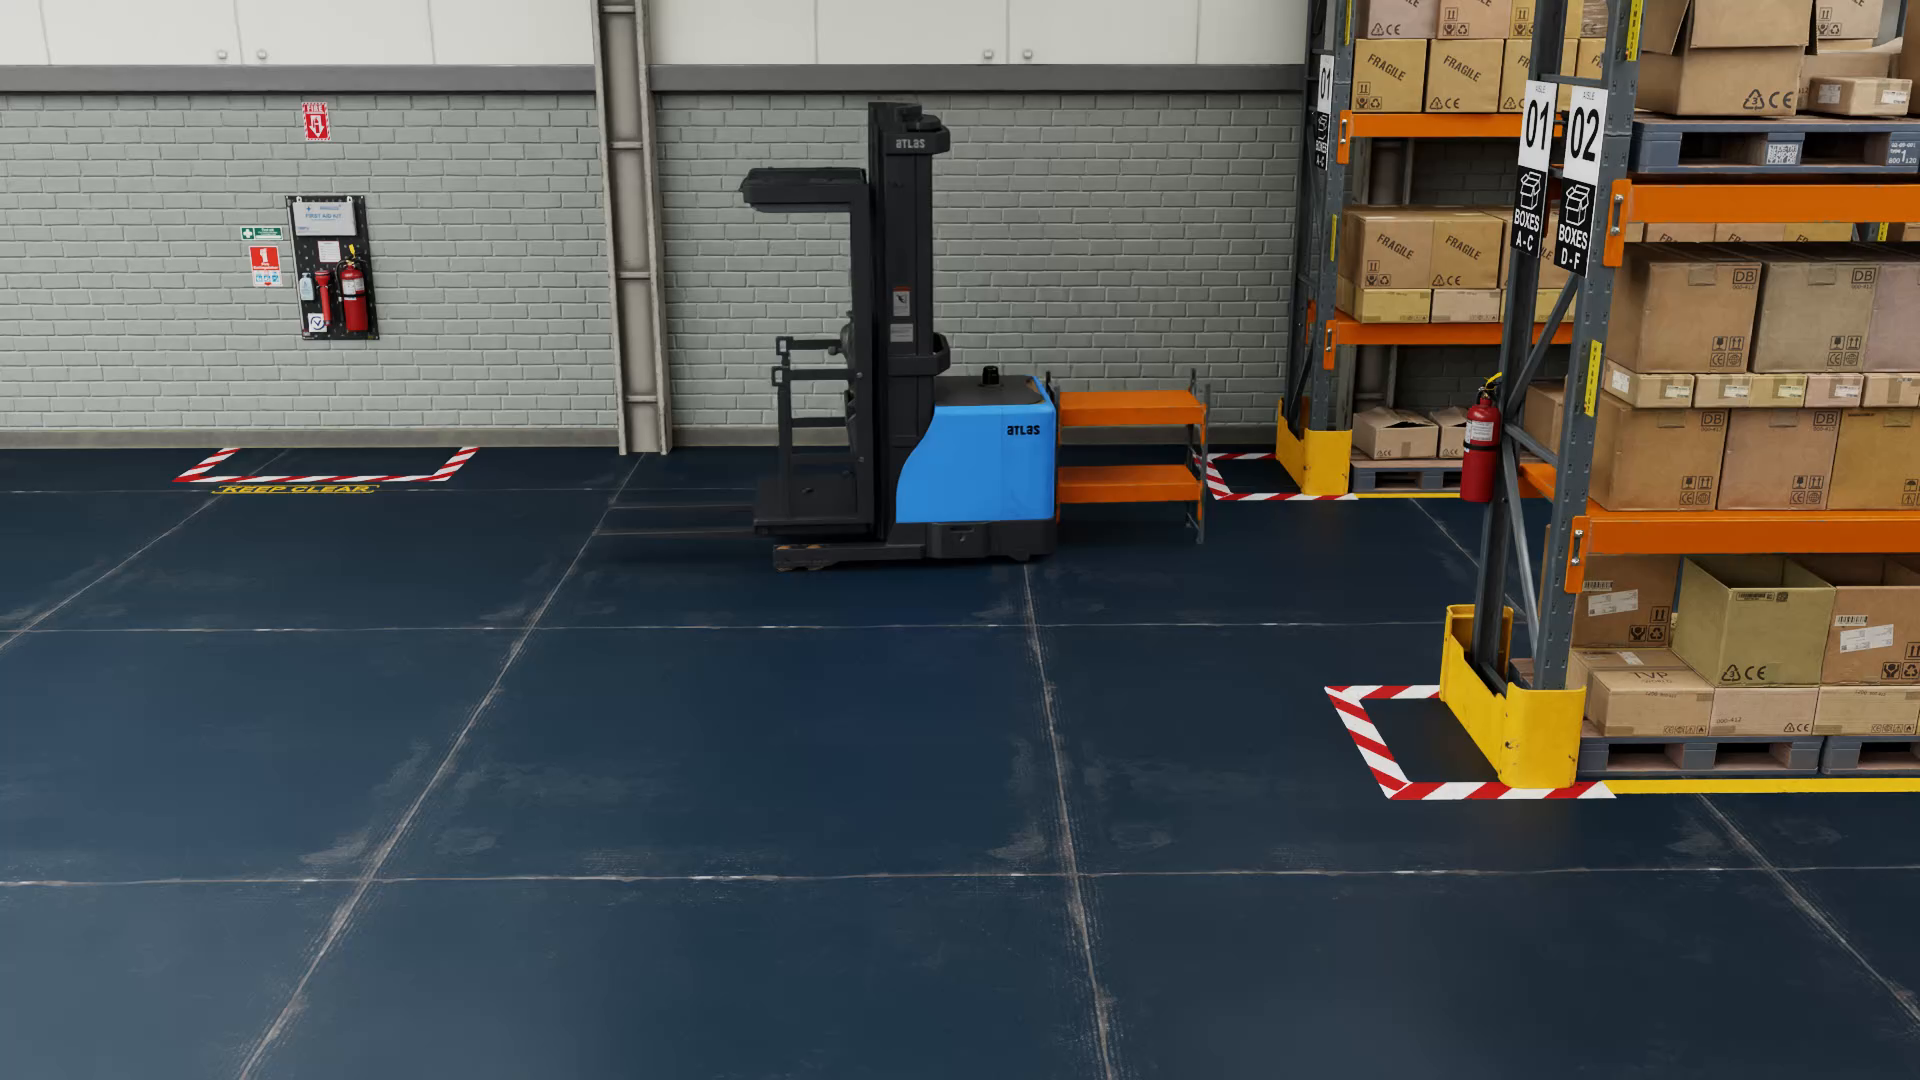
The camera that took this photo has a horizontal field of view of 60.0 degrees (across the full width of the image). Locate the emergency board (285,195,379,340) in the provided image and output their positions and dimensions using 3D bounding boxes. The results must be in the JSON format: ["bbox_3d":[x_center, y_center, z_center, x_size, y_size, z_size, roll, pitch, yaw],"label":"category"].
[{"bbox_3d":[-5.091,-2.181,13.435,0.643,1.169,0.194,0,18,-1],"label":"emergency board"}]

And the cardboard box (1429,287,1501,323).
[{"bbox_3d":[3.705,-1.793,12.438,0.500,0.250,0.500,-1,18,-3],"label":"cardboard box"}]

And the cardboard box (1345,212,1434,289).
[{"bbox_3d":[3.176,-2.148,12.318,0.500,0.500,0.500,0,18,-1],"label":"cardboard box"}]

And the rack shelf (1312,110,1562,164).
[{"bbox_3d":[4.693,-3.038,12.373,4.000,0.370,1.077,0,18,-1],"label":"rack shelf"}]

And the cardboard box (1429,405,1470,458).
[{"bbox_3d":[3.957,-0.850,12.968,0.500,0.311,0.500,1,18,4],"label":"cardboard box"}]

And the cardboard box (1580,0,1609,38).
[{"bbox_3d":[4.662,-3.987,12.323,0.500,0.500,0.500,0,18,-1],"label":"cardboard box"}]

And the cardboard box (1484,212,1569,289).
[{"bbox_3d":[4.187,-2.148,12.318,0.500,0.500,0.500,-1,18,-3],"label":"cardboard box"}]

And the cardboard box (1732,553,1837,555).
[{"bbox_3d":[4.307,0.220,8.537,0.500,0.500,0.500,0,18,-1],"label":"cardboard box"}]

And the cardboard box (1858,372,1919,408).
[{"bbox_3d":[4.203,-0.727,7.679,0.250,0.149,0.380,-1,18,-3],"label":"cardboard box"}]

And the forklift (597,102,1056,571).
[{"bbox_3d":[-0.906,-1.357,10.981,3.031,2.935,1.130,-1,18,-4],"label":"forklift"}]

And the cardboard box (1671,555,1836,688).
[{"bbox_3d":[3.815,0.385,8.022,0.500,0.500,0.500,0,18,-1],"label":"cardboard box"}]

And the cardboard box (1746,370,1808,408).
[{"bbox_3d":[3.685,-0.725,7.671,0.250,0.149,0.380,0,18,-1],"label":"cardboard box"}]

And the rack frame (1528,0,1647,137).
[{"bbox_3d":[2.776,-3.286,7.059,0.127,3.000,1.000,0,18,-1],"label":"rack frame"}]

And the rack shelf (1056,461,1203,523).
[{"bbox_3d":[1.135,-0.336,11.555,1.000,0.278,0.538,-1,18,-4],"label":"rack shelf"}]

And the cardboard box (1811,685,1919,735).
[{"bbox_3d":[4.315,0.740,8.145,0.500,0.250,0.500,0,18,-1],"label":"cardboard box"}]

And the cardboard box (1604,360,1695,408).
[{"bbox_3d":[3.171,-0.722,7.662,0.250,0.149,0.380,0,18,-1],"label":"cardboard box"}]

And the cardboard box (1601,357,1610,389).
[{"bbox_3d":[3.155,-0.846,8.048,0.250,0.149,0.380,-1,18,-2],"label":"cardboard box"}]

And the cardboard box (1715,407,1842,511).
[{"bbox_3d":[3.768,-0.479,7.967,0.500,0.500,0.700,0,18,1],"label":"cardboard box"}]

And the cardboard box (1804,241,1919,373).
[{"bbox_3d":[4.325,-1.100,7.779,0.500,0.500,0.700,0,18,-1],"label":"cardboard box"}]

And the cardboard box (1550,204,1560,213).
[{"bbox_3d":[4.685,-2.310,12.824,0.500,0.500,0.500,0,18,0],"label":"cardboard box"}]

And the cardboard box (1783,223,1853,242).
[{"bbox_3d":[6.225,-2.160,12.355,0.500,0.500,0.500,0,18,-1],"label":"cardboard box"}]

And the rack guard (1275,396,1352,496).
[{"bbox_3d":[2.770,-0.752,13.075,0.348,0.500,1.175,0,18,-1],"label":"rack guard"}]

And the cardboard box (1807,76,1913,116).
[{"bbox_3d":[3.955,-1.956,7.320,0.250,0.149,0.380,0,18,-1],"label":"cardboard box"}]

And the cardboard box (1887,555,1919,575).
[{"bbox_3d":[4.815,0.382,8.033,0.500,0.500,0.500,0,18,-1],"label":"cardboard box"}]

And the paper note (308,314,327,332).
[{"bbox_3d":[-5.269,-1.781,13.632,0.142,0.148,0.016,0,18,-1],"label":"paper note"}]

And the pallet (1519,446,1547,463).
[{"bbox_3d":[4.799,-0.613,13.113,1.213,0.211,1.003,0,18,-1],"label":"pallet"}]

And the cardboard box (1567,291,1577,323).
[{"bbox_3d":[4.720,-1.795,12.445,0.500,0.250,0.500,0,18,0],"label":"cardboard box"}]

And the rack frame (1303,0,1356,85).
[{"bbox_3d":[2.694,-4.799,11.775,0.127,3.000,1.000,0,18,-1],"label":"rack frame"}]

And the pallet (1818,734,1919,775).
[{"bbox_3d":[4.756,0.877,8.468,1.213,0.211,1.003,0,18,-1],"label":"pallet"}]

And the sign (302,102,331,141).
[{"bbox_3d":[-5.101,-3.315,13.175,0.199,0.298,0.001,0,18,-1],"label":"sign"}]

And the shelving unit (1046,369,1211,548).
[{"bbox_3d":[1.135,-0.569,11.480,1.048,1.125,0.538,-1,18,-4],"label":"shelving unit"}]

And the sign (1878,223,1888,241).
[{"bbox_3d":[6.709,-2.208,12.103,0.005,0.325,0.100,0,18,-1],"label":"sign"}]

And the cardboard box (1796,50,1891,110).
[{"bbox_3d":[3.923,-2.139,7.723,0.500,0.250,0.500,0,18,-1],"label":"cardboard box"}]

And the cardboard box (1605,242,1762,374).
[{"bbox_3d":[3.295,-1.093,7.757,0.500,0.500,0.700,0,18,-1],"label":"cardboard box"}]

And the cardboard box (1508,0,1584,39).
[{"bbox_3d":[4.097,-3.824,11.815,0.500,0.500,0.500,0,18,1],"label":"cardboard box"}]

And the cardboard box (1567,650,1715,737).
[{"bbox_3d":[3.315,0.745,8.127,0.500,0.250,0.500,0,18,-1],"label":"cardboard box"}]

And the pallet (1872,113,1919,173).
[{"bbox_3d":[4.706,-1.818,7.538,1.213,0.211,1.003,0,18,-1],"label":"pallet"}]

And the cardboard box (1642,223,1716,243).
[{"bbox_3d":[5.223,-2.157,12.345,0.500,0.500,0.500,-1,18,-2],"label":"cardboard box"}]

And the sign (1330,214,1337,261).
[{"bbox_3d":[2.702,-2.189,12.043,0.005,0.325,0.100,0,18,-1],"label":"sign"}]

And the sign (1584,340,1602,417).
[{"bbox_3d":[2.778,-0.710,7.302,0.005,0.325,0.100,0,18,-1],"label":"sign"}]

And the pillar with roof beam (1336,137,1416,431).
[{"bbox_3d":[3.448,-3.752,8.511,0.400,9.000,9.100,0,18,-1],"label":"pillar with roof beam"}]

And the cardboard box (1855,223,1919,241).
[{"bbox_3d":[7.203,-2.211,12.644,0.500,0.500,0.700,0,18,-1],"label":"cardboard box"}]

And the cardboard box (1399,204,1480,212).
[{"bbox_3d":[3.665,-2.304,12.804,0.500,0.500,0.500,0,18,0],"label":"cardboard box"}]

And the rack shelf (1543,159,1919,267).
[{"bbox_3d":[4.775,-1.525,7.657,4.000,0.370,1.077,0,18,-1],"label":"rack shelf"}]

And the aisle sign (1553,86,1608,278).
[{"bbox_3d":[2.715,-1.573,7.286,0.004,0.787,0.394,0,18,-1],"label":"aisle sign"}]

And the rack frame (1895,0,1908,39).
[{"bbox_3d":[6.693,-4.818,11.835,0.127,3.000,1.000,0,18,-1],"label":"rack frame"}]

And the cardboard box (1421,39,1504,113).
[{"bbox_3d":[3.569,-3.345,11.956,0.500,0.500,0.500,1,18,3],"label":"cardboard box"}]

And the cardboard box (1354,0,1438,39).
[{"bbox_3d":[3.083,-3.832,11.837,0.500,0.500,0.500,-2,18,-5],"label":"cardboard box"}]

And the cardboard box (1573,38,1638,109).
[{"bbox_3d":[4.624,-3.357,11.996,0.500,0.500,0.500,1,18,3],"label":"cardboard box"}]

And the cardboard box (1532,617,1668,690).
[{"bbox_3d":[3.307,0.587,8.620,0.500,0.250,0.500,0,18,-1],"label":"cardboard box"}]

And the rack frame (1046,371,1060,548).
[{"bbox_3d":[0.628,-0.557,11.443,0.032,1.125,0.500,-1,18,-4],"label":"rack frame"}]

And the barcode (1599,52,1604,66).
[{"bbox_3d":[3.070,-2.283,7.892,0.075,0.075,0.001,0,18,-1],"label":"barcode"}]
